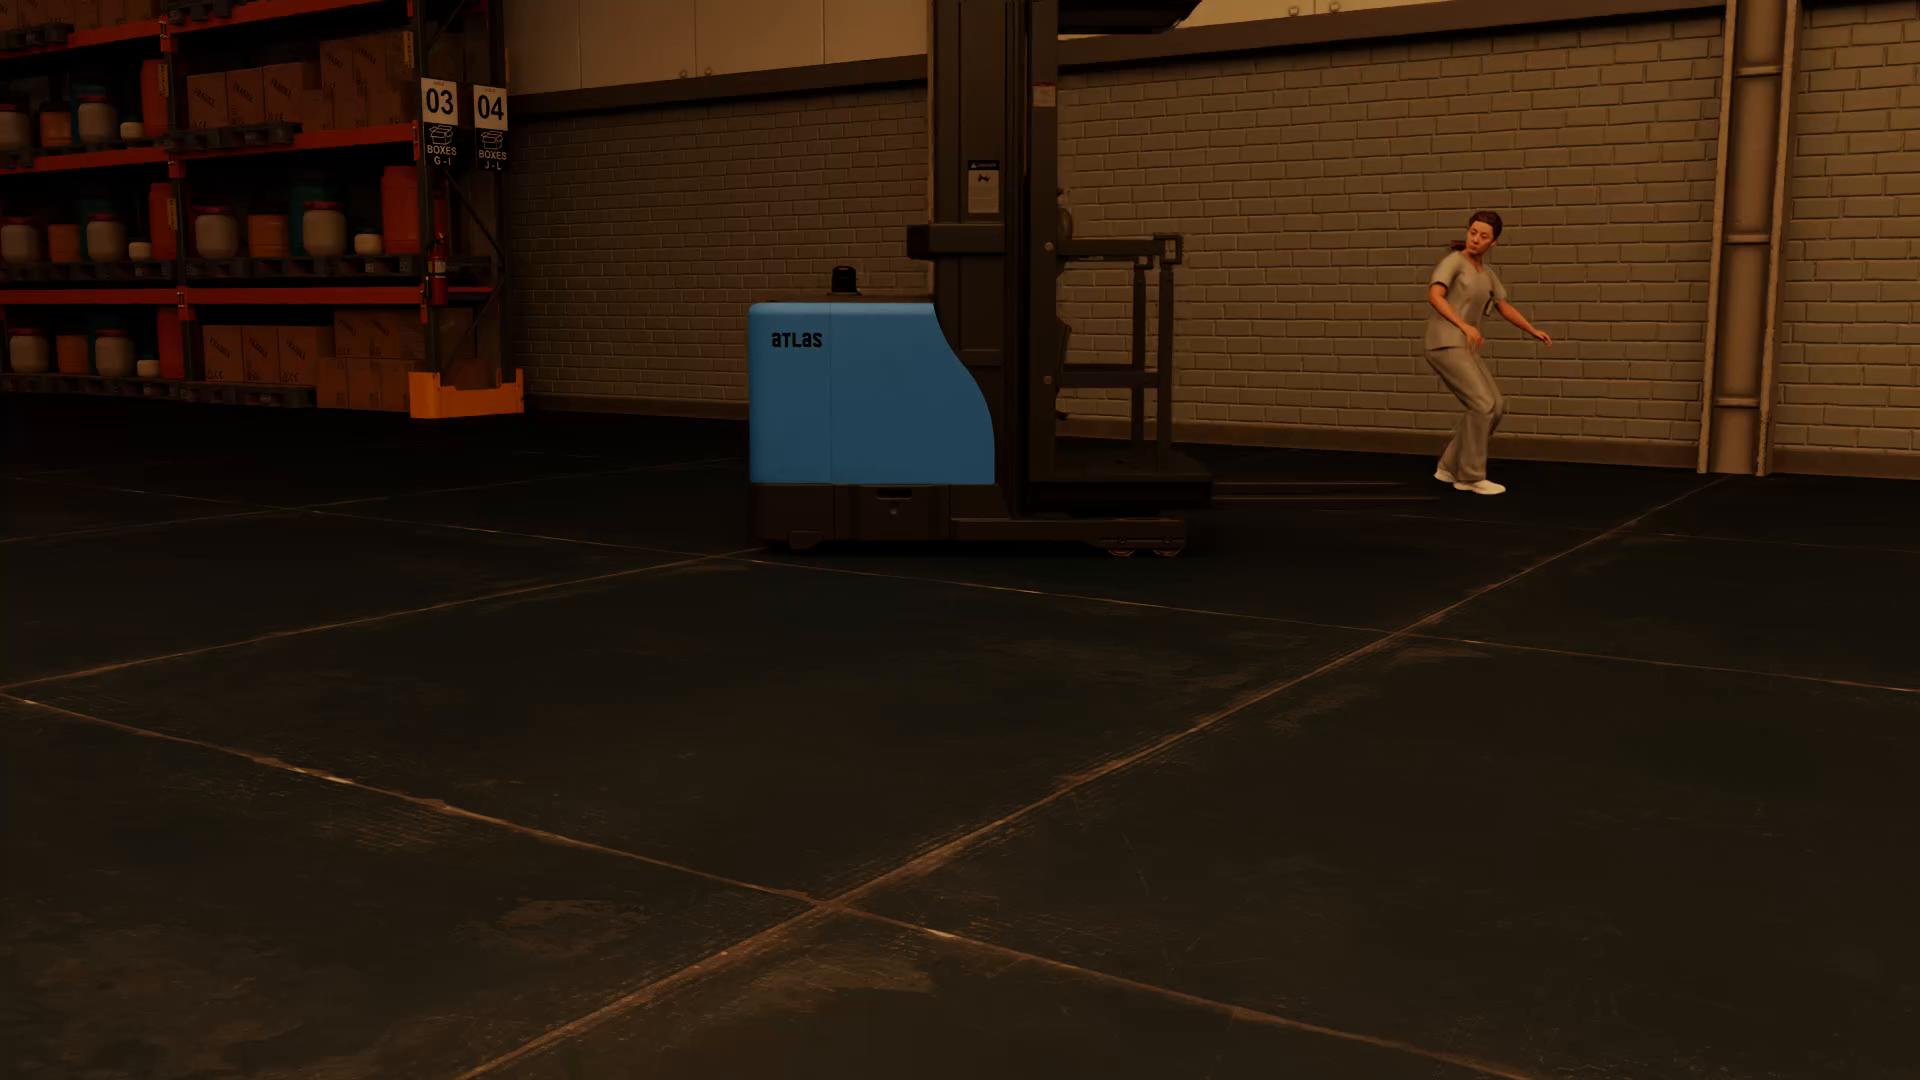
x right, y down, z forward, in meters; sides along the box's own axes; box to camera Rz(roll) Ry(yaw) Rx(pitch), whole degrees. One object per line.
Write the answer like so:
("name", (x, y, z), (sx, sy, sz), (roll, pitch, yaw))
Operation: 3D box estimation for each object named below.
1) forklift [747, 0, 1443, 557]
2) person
("forklift", (0.597, -1.453, 7.412), (3.031, 2.935, 1.130), (0, 8, 0))
("person", (2.966, -1.050, 9.414), (0.622, 1.600, 0.682), (7, 10, 39))
